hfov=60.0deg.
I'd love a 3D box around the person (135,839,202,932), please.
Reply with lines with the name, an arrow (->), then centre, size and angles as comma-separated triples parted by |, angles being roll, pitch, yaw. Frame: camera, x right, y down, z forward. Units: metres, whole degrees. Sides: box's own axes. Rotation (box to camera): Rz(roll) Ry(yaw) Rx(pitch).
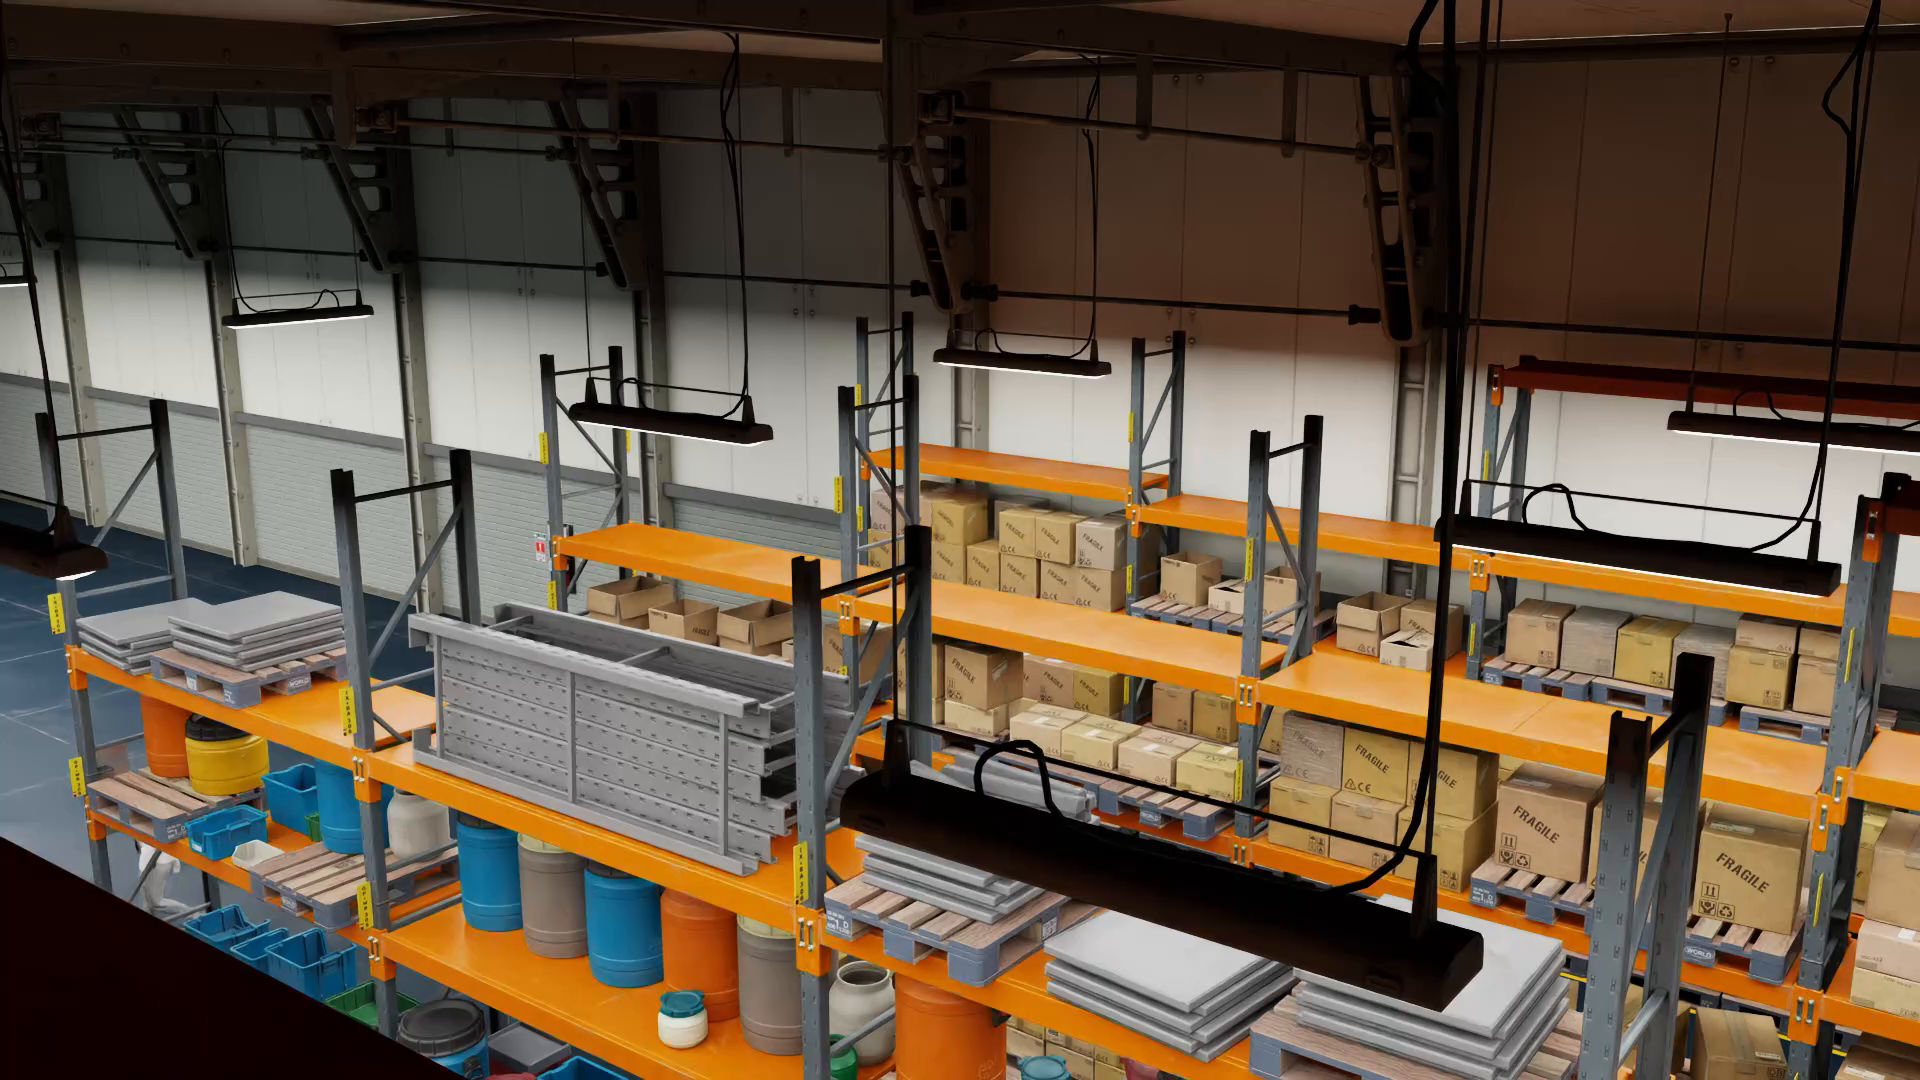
person -> -8.308, 3.346, 17.230 | 0.847, 1.623, 0.486 | -1, 13, -4
